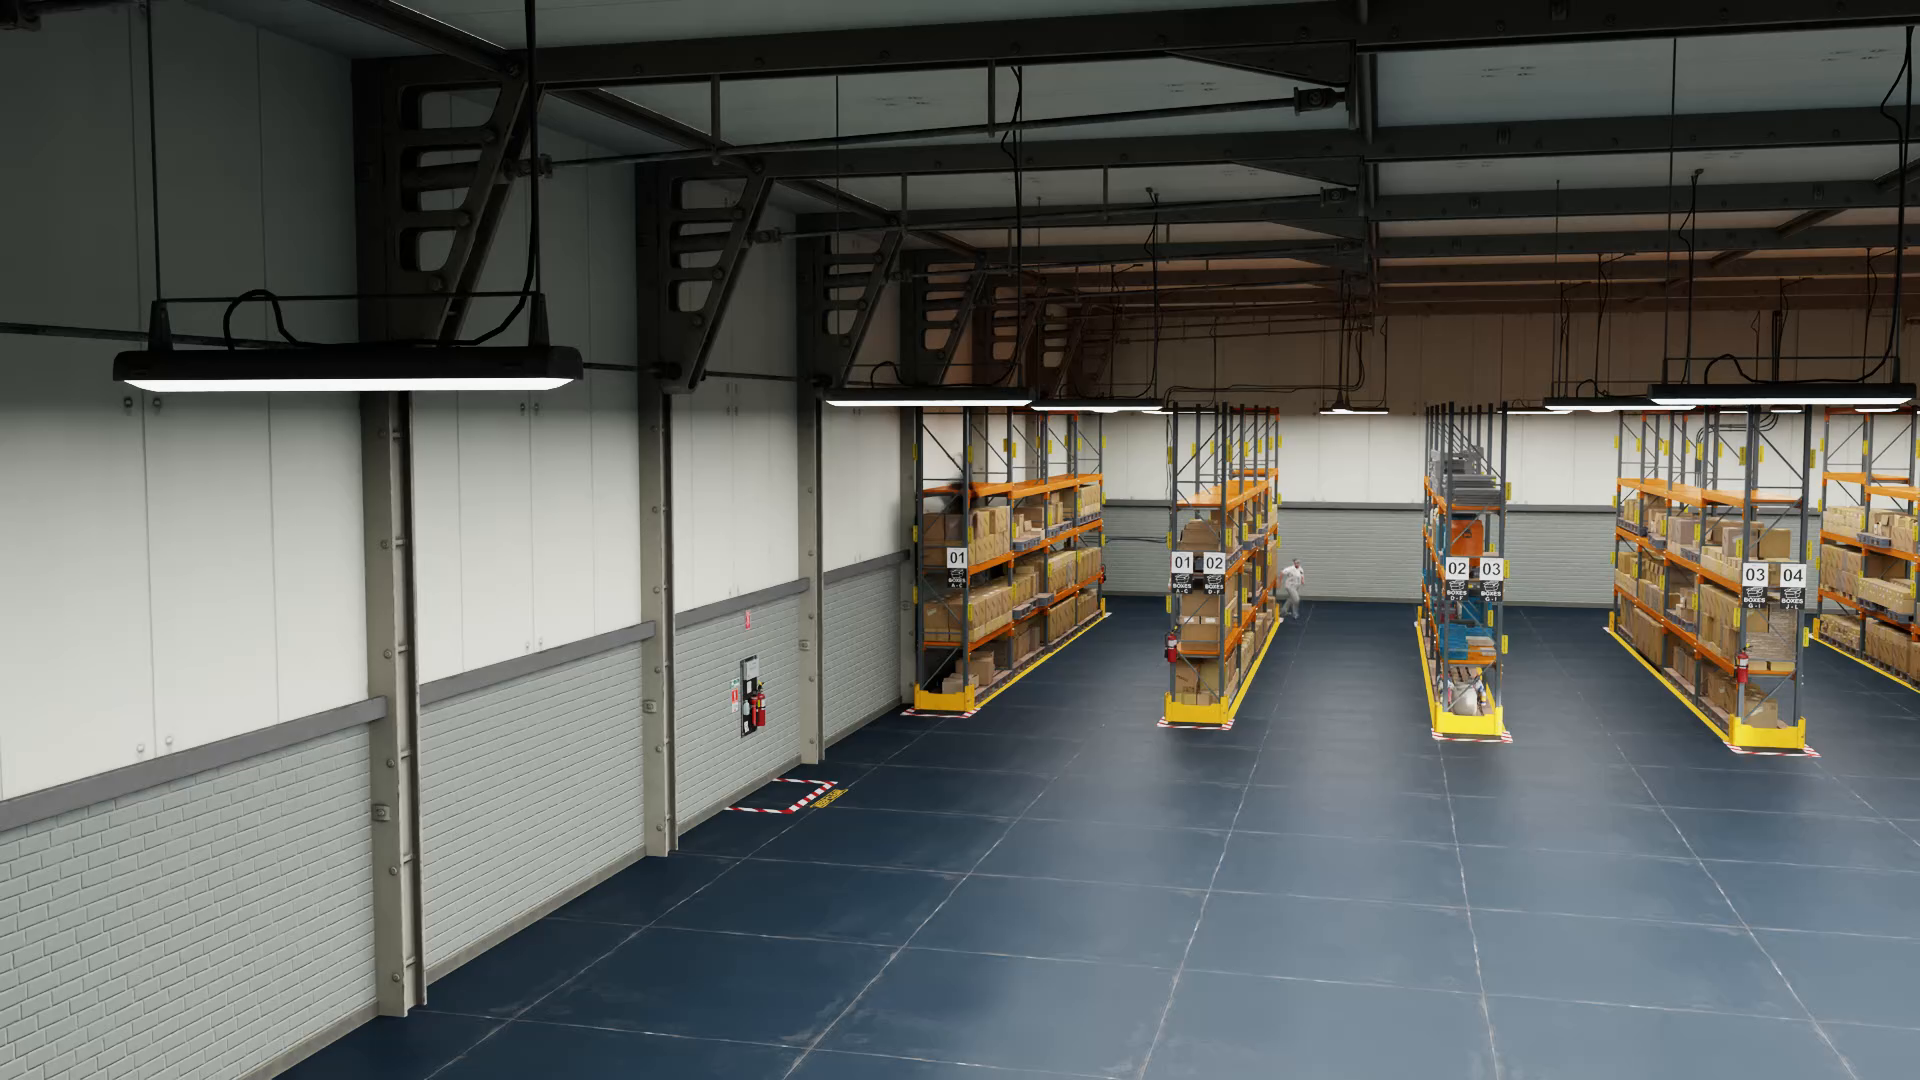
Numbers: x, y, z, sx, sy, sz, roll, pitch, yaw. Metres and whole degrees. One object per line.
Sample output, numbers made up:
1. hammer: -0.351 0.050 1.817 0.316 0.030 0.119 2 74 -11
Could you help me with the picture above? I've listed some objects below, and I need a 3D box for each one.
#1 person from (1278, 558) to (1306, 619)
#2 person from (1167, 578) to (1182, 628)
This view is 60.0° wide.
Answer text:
1. person: 9.482 1.379 47.459 0.638 1.784 0.880 -4 6 -43
2. person: 5.973 1.555 45.448 0.600 1.634 0.922 1 4 8
